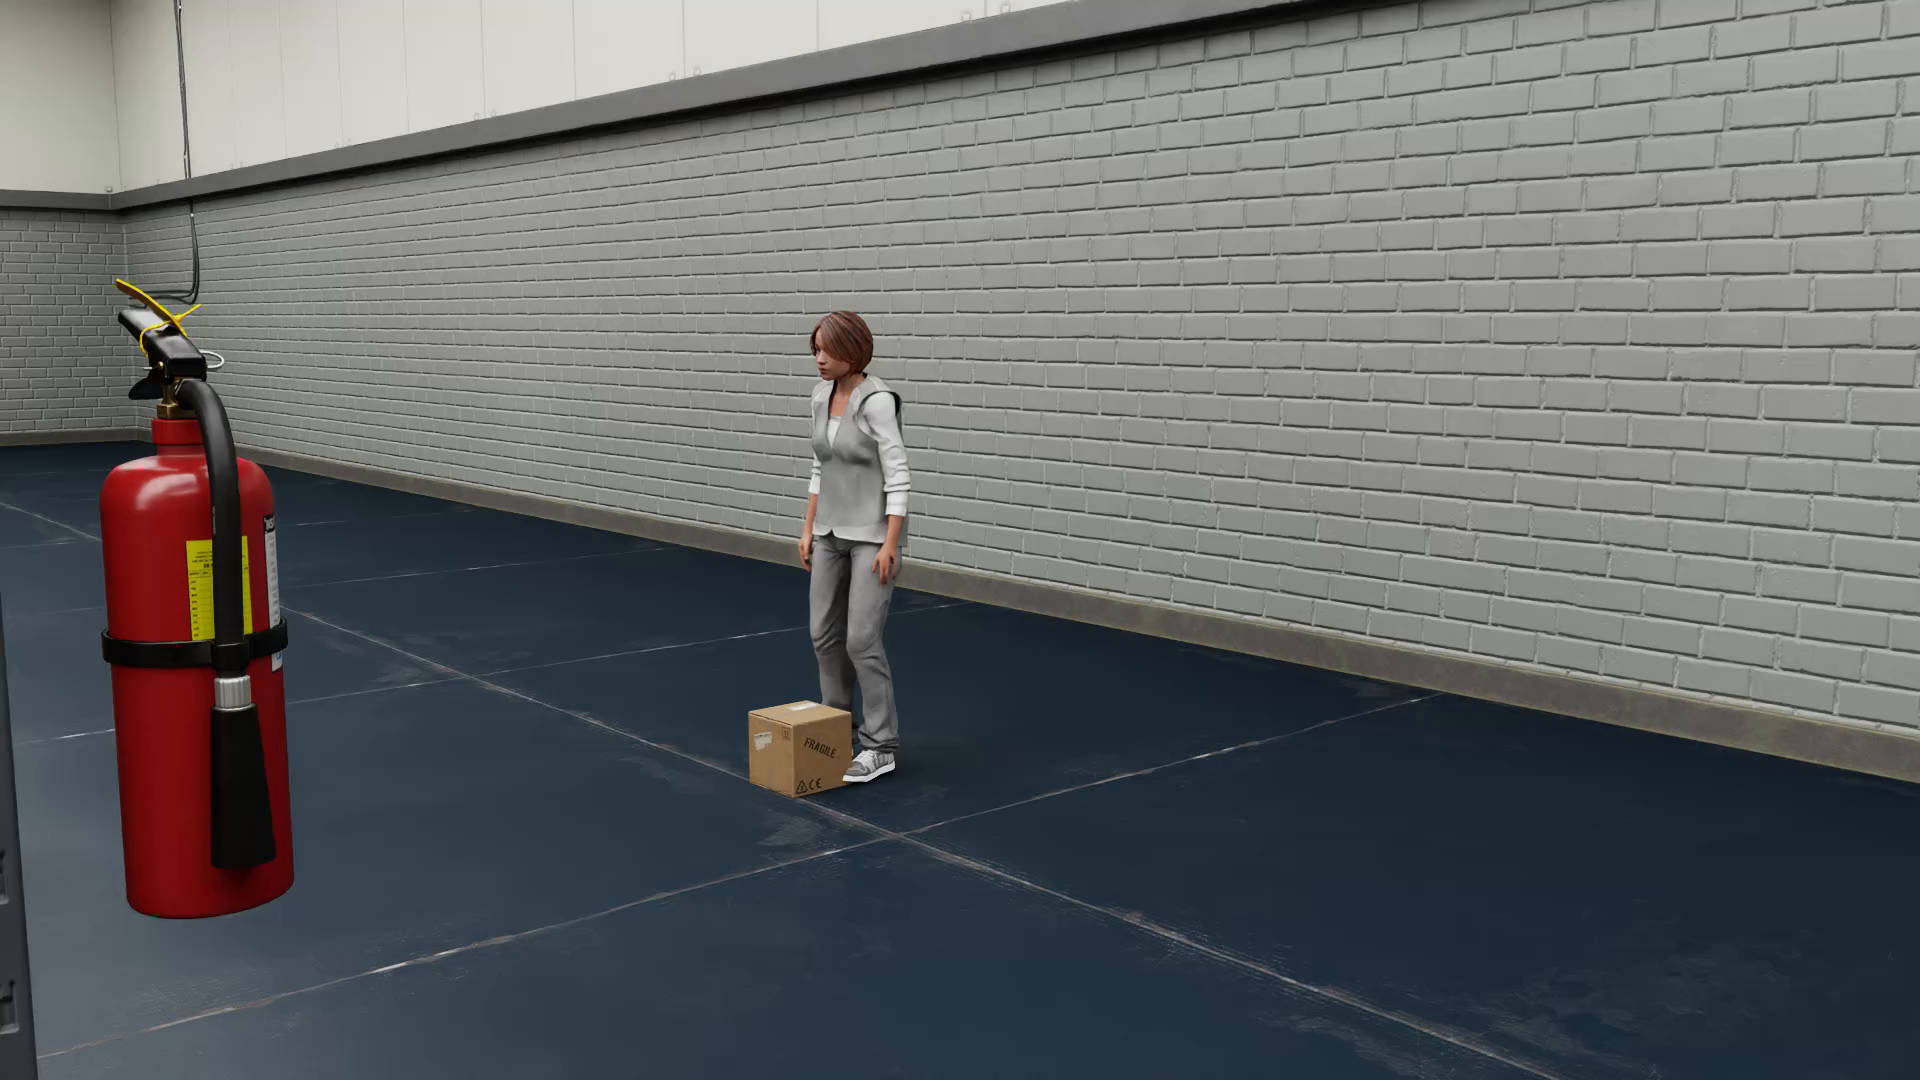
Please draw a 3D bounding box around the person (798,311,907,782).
[{"bbox_3d":[-0.372,0.018,5.709,0.344,1.591,0.462,-7,10,-43],"label":"person"}]
